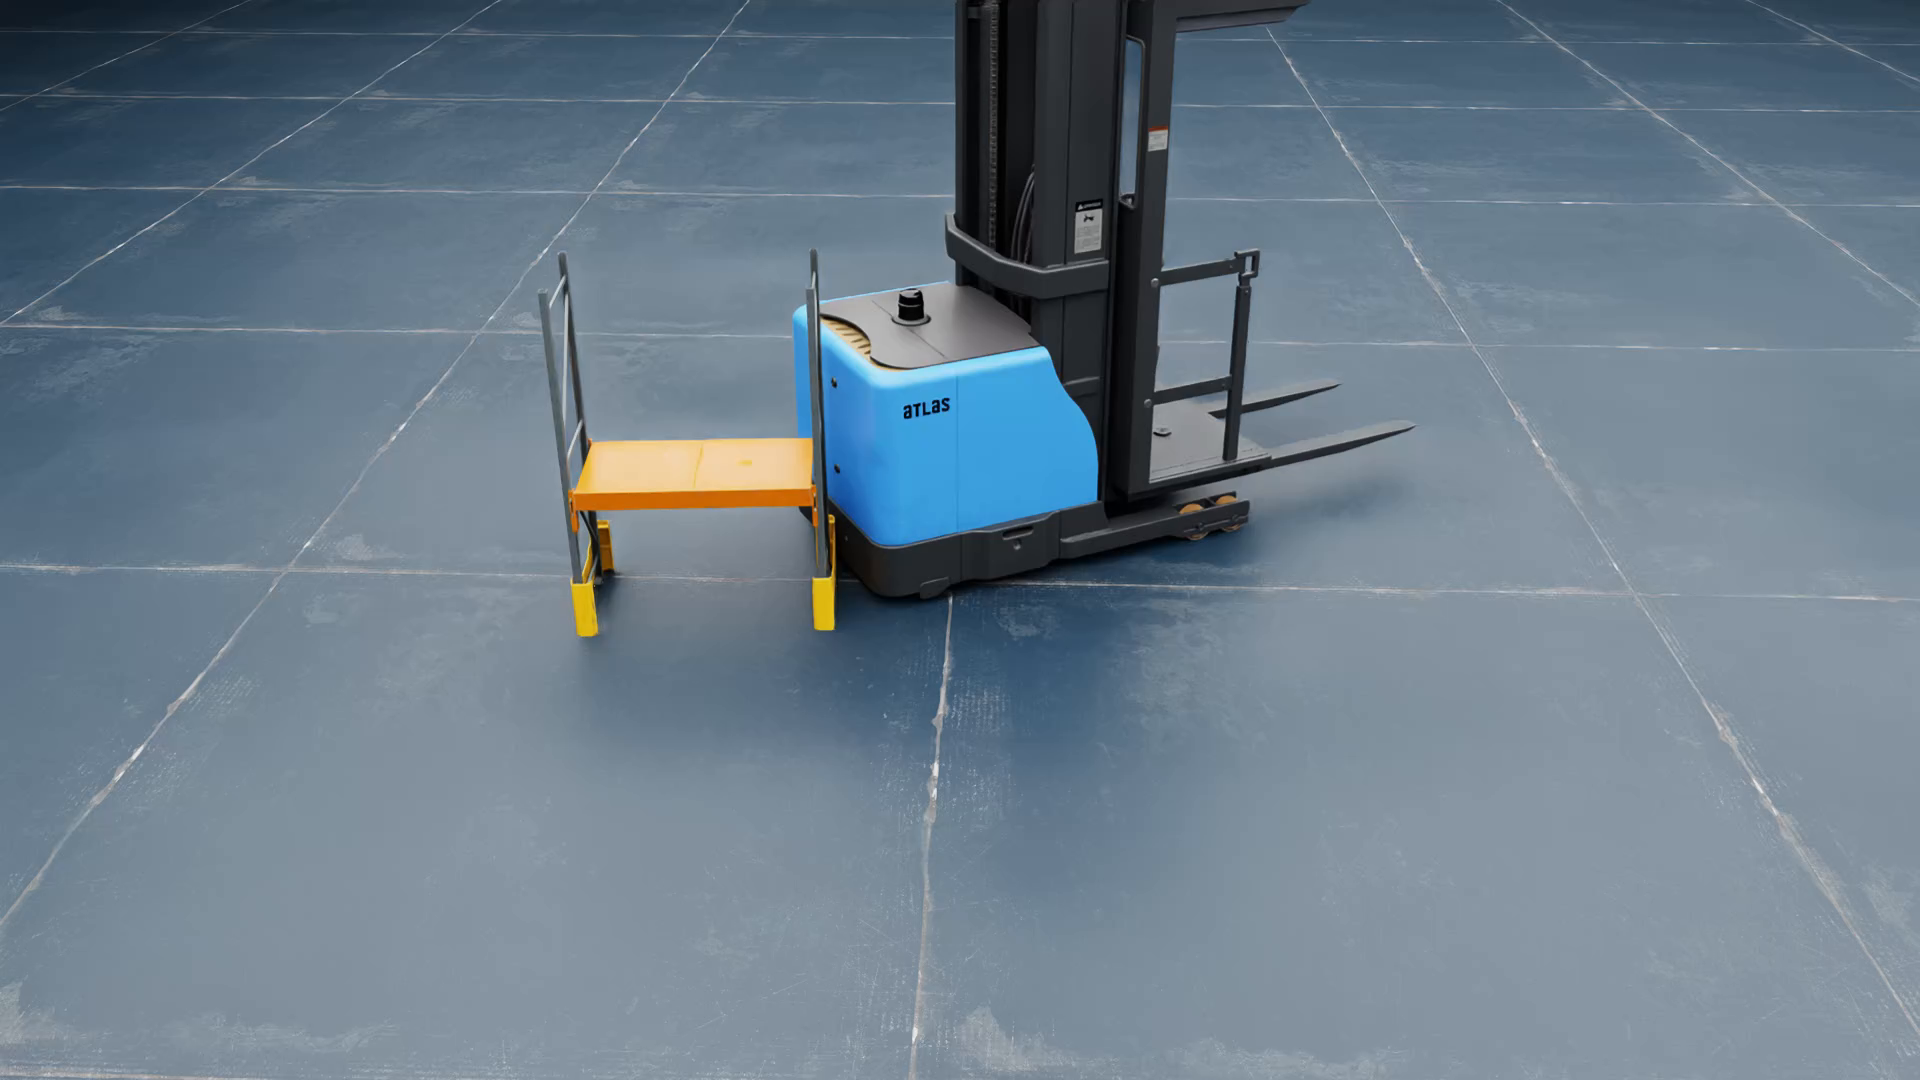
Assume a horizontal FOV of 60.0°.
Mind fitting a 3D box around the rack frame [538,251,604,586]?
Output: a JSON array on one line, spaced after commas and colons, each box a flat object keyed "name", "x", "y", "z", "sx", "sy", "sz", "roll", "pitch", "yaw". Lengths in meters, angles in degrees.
[{"name": "rack frame", "x": -1.602, "y": -0.393, "z": 6.890, "sx": 0.032, "sy": 1.500, "sz": 0.500, "roll": -1, "pitch": 28, "yaw": -2}]

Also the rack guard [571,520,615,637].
[{"name": "rack guard", "x": -1.583, "y": 0.159, "z": 7.184, "sx": 0.087, "sy": 0.250, "sz": 0.587, "roll": -1, "pitch": 28, "yaw": -2}]

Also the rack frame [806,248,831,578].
[{"name": "rack frame", "x": -0.587, "y": -0.416, "z": 6.933, "sx": 0.032, "sy": 1.500, "sz": 0.500, "roll": -1, "pitch": 28, "yaw": -2}]

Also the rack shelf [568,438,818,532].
[{"name": "rack shelf", "x": -1.095, "y": -0.246, "z": 6.996, "sx": 1.000, "sy": 0.185, "sz": 0.538, "roll": -1, "pitch": 28, "yaw": -2}]

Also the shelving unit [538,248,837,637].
[{"name": "shelving unit", "x": -1.085, "y": -0.405, "z": 6.912, "sx": 1.083, "sy": 1.500, "sz": 0.587, "roll": -1, "pitch": 28, "yaw": -2}]

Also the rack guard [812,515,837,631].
[{"name": "rack guard", "x": -0.588, "y": 0.136, "z": 7.226, "sx": 0.087, "sy": 0.250, "sz": 0.587, "roll": -1, "pitch": 28, "yaw": -2}]

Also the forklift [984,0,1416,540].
[{"name": "forklift", "x": 0.793, "y": -1.500, "z": 7.451, "sx": 3.031, "sy": 2.935, "sz": 1.121, "roll": -13, "pitch": 31, "yaw": -23}]
